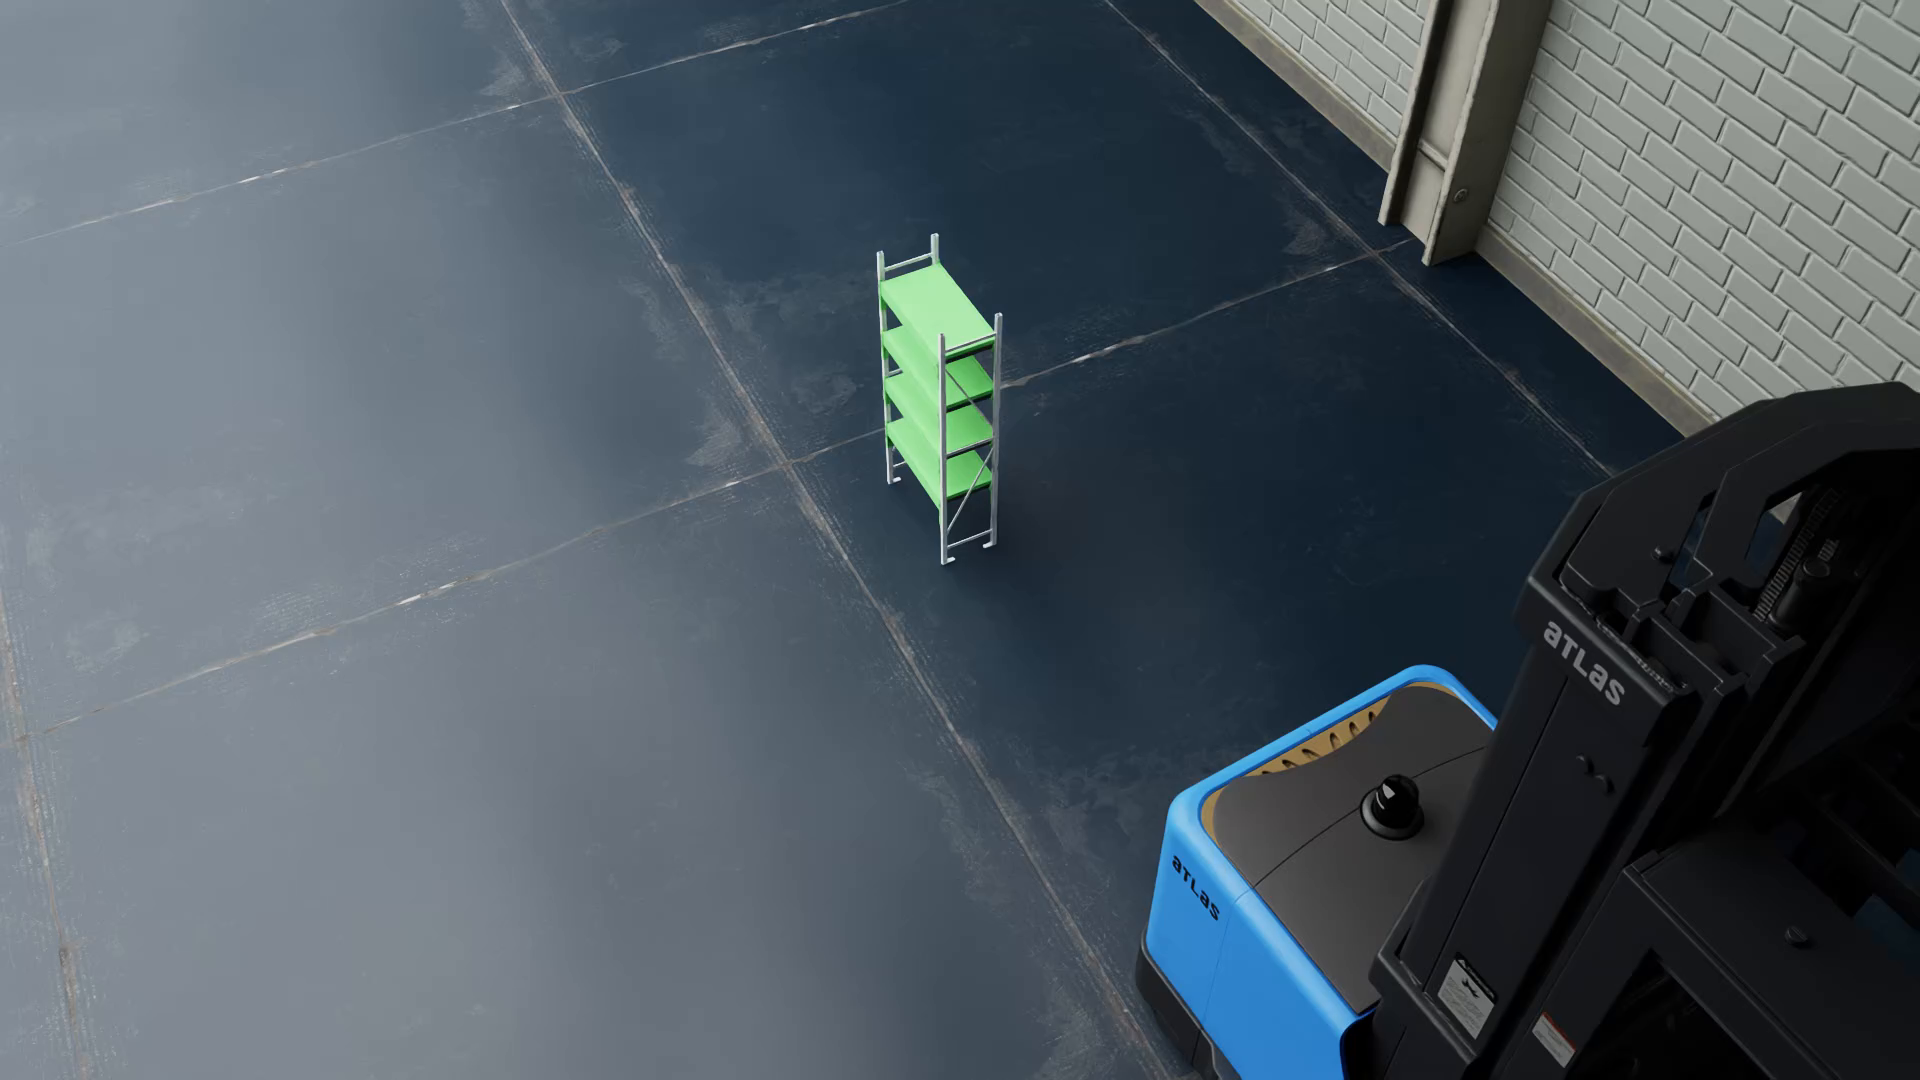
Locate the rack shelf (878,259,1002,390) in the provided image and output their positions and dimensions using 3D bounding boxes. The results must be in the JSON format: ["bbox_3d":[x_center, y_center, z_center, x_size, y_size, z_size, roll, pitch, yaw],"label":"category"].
[{"bbox_3d":[-0.076,-0.780,5.975,0.258,0.148,0.480,-21,52,-18],"label":"rack shelf"}]

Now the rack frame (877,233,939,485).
[{"bbox_3d":[-0.187,-0.669,6.431,0.240,1.200,0.015,-21,52,-18],"label":"rack frame"}]

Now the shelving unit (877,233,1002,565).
[{"bbox_3d":[-0.076,-0.506,6.288,0.258,1.200,0.503,-21,52,-18],"label":"shelving unit"}]

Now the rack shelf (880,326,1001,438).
[{"bbox_3d":[-0.076,-0.622,6.155,0.258,0.148,0.480,-21,52,-18],"label":"rack shelf"}]

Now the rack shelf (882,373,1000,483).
[{"bbox_3d":[-0.076,-0.464,6.336,0.258,0.148,0.480,-21,52,-18],"label":"rack shelf"}]

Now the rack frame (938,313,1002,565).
[{"bbox_3d":[0.036,-0.342,6.145,0.240,1.200,0.015,-21,52,-18],"label":"rack frame"}]

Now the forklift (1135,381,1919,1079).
[{"bbox_3d":[1.755,1.225,3.624,1.130,2.935,3.031,-25,53,-20],"label":"forklift"}]

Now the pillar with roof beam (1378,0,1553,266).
[{"bbox_3d":[-1.598,-2.940,3.235,9.100,9.000,0.400,-21,52,-18],"label":"pillar with roof beam"}]

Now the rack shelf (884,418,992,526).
[{"bbox_3d":[-0.076,-0.306,6.517,0.258,0.148,0.480,-21,52,-18],"label":"rack shelf"}]
